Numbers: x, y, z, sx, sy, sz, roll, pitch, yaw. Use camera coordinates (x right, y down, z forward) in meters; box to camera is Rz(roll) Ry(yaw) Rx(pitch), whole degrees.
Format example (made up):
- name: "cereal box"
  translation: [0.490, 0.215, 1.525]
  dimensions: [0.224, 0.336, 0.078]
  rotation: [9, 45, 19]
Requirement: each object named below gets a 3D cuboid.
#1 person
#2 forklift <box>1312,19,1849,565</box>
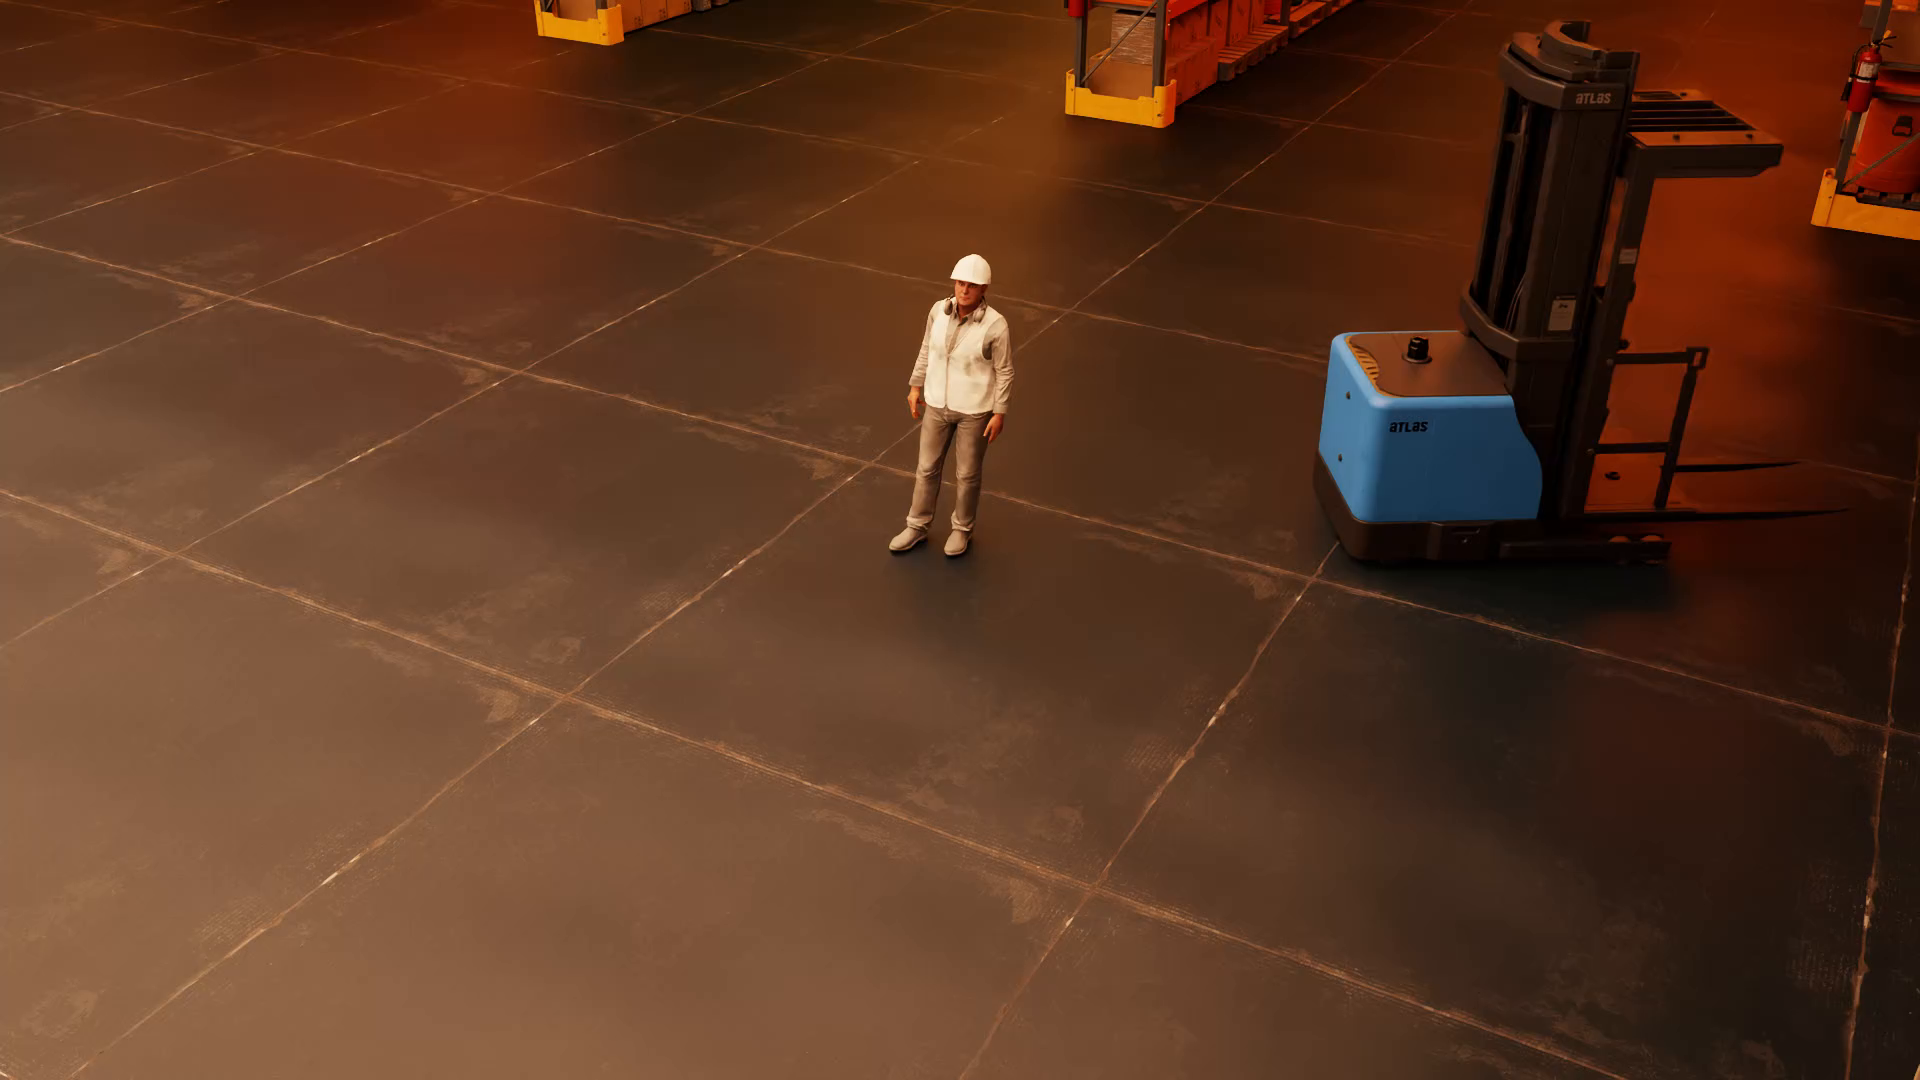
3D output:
- name: "person"
  translation: [-0.037, -0.749, 9.511]
  dimensions: [0.633, 1.775, 0.566]
  rotation: [15, 33, 25]
- name: "forklift"
  translation: [3.755, -1.389, 9.478]
  dimensions: [3.031, 2.935, 1.130]
  rotation: [-1, 30, -2]
